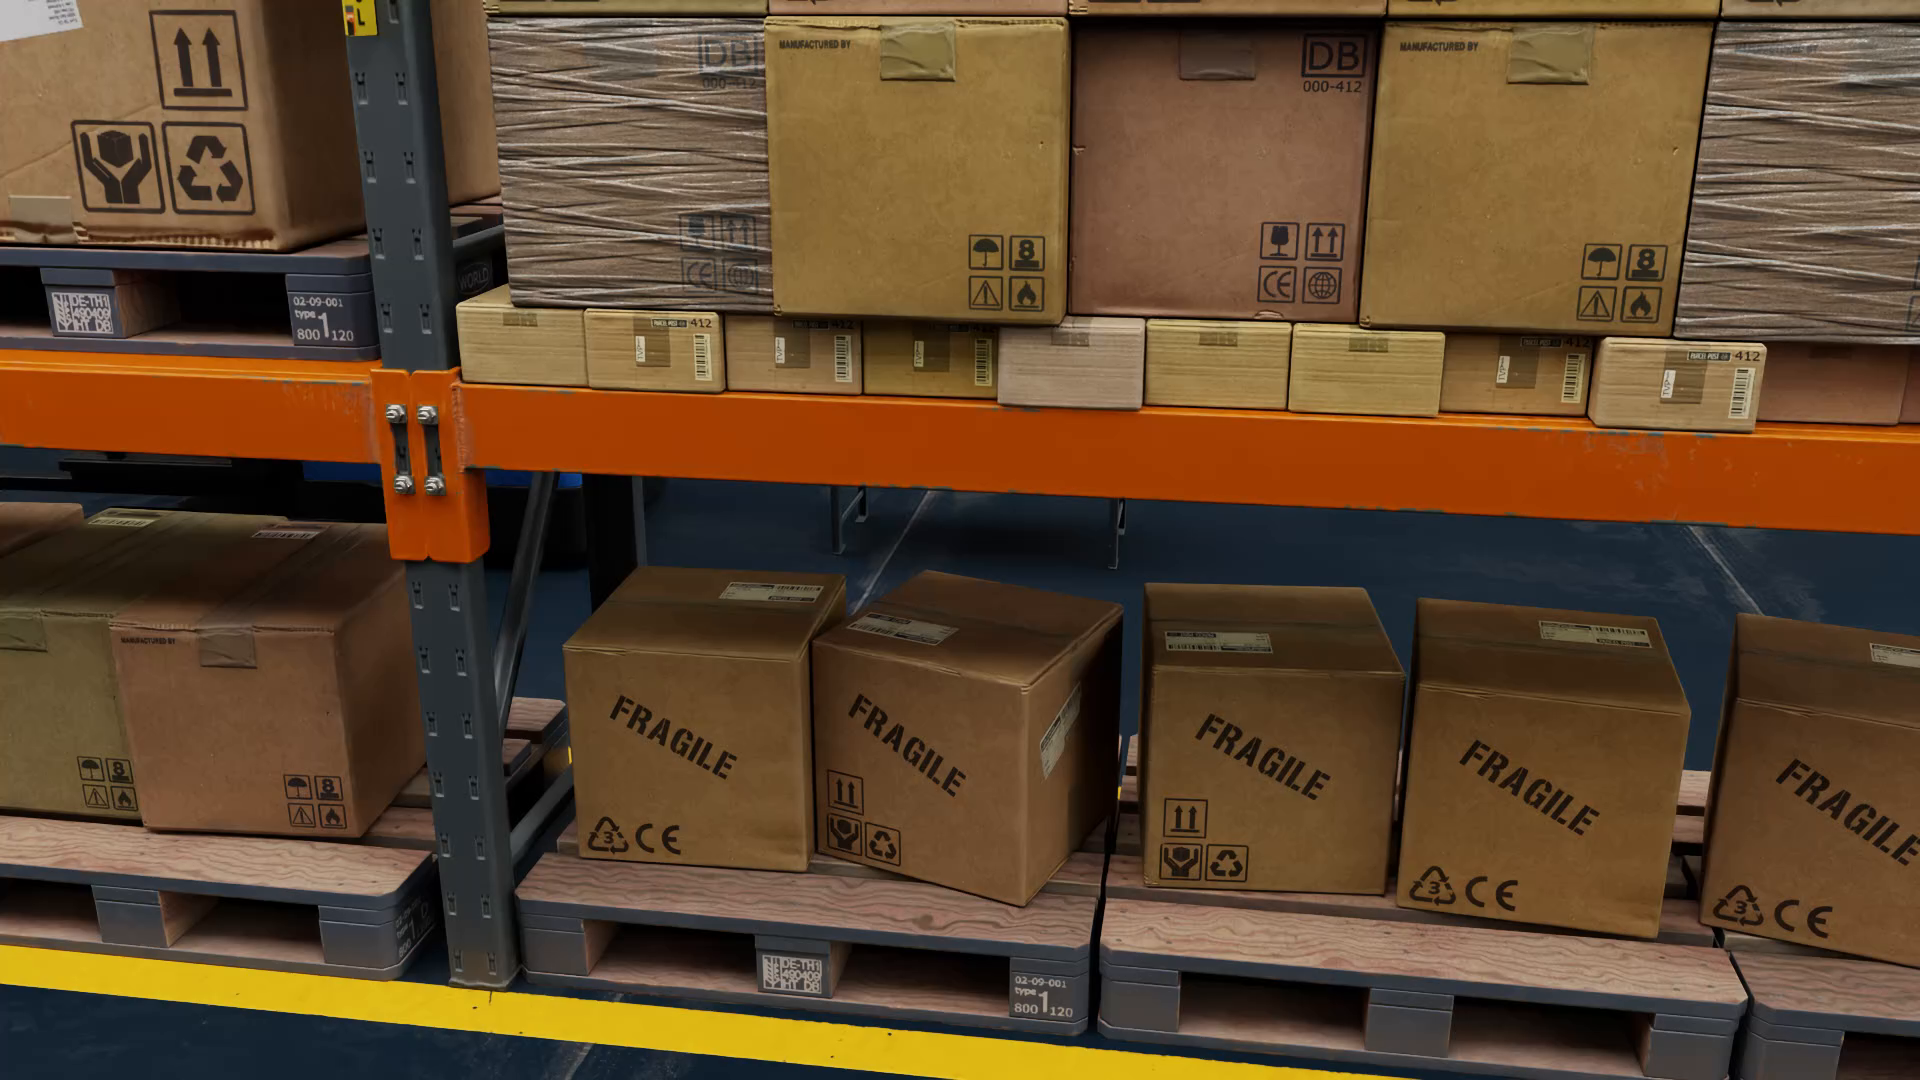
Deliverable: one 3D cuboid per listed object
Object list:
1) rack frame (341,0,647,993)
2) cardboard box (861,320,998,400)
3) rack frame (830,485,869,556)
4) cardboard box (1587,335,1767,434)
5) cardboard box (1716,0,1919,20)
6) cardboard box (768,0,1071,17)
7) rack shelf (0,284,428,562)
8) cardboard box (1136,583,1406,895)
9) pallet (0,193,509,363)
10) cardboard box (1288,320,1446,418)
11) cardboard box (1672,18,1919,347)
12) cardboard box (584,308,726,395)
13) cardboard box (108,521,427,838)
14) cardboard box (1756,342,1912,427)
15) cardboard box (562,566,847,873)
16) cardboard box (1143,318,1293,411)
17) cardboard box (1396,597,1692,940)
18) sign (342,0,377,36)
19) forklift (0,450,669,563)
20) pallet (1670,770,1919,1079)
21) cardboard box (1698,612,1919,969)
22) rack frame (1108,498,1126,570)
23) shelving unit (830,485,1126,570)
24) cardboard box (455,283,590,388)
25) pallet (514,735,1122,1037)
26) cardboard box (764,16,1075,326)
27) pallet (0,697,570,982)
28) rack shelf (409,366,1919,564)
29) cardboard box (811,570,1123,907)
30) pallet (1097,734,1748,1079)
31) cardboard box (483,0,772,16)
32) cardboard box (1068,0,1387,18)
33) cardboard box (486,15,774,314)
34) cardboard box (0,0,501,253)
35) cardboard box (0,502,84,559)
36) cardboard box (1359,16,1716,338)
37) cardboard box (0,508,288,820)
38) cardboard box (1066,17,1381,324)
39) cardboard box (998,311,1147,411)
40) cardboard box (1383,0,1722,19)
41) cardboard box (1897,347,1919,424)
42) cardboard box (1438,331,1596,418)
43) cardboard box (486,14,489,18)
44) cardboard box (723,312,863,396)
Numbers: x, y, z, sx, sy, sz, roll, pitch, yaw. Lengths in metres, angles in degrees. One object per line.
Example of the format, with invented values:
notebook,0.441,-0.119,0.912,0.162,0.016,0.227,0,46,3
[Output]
rack frame,-0.931,-0.636,3.476,0.127,3.000,1.000,3,19,9
cardboard box,-0.022,-0.381,3.112,0.250,0.149,0.380,3,19,9
rack frame,-0.418,-0.733,6.129,0.032,1.500,0.500,3,19,9
cardboard box,1.206,-0.308,2.891,0.250,0.149,0.380,3,19,9
cardboard box,1.448,-1.097,2.651,0.500,0.500,0.500,3,19,9
cardboard box,-0.033,-1.172,2.875,0.500,0.500,0.500,3,19,9
rack shelf,-2.906,-0.395,3.891,4.000,0.370,1.077,3,19,9
cardboard box,0.650,0.416,3.610,0.500,0.500,0.500,1,19,4
pallet,-1.663,-0.629,3.758,1.213,0.211,1.003,3,19,9
cardboard box,0.717,-0.340,2.989,0.250,0.149,0.380,3,19,9
cardboard box,1.480,-0.686,2.998,0.500,0.500,0.875,3,19,9
cardboard box,-0.522,-0.395,3.152,0.250,0.149,0.380,3,19,9
cardboard box,-1.534,0.303,3.915,0.500,0.500,0.700,1,19,4
cardboard box,1.467,-0.323,2.937,0.250,0.149,0.380,3,19,9
cardboard box,-0.542,0.383,3.709,0.500,0.500,0.500,2,19,7
cardboard box,0.472,-0.356,3.037,0.250,0.149,0.380,3,19,9
cardboard box,1.194,0.458,3.484,0.500,0.500,0.500,5,19,14
sign,-1.016,-1.011,2.772,0.005,0.325,0.100,3,19,9
forklift,-2.748,-1.491,6.141,3.031,2.935,1.130,2,19,6
pallet,2.147,0.832,3.484,1.213,0.211,1.003,3,19,9
cardboard box,1.809,0.496,3.372,0.500,0.500,0.500,8,20,23
rack frame,0.586,-0.681,5.976,0.032,1.500,0.500,3,19,9
shelving unit,0.084,-0.707,6.052,1.048,1.500,0.538,3,19,9
cardboard box,-0.767,-0.412,3.202,0.250,0.149,0.380,3,19,9
pallet,-0.262,0.709,3.851,1.213,0.211,1.003,3,19,9
cardboard box,-0.008,-0.746,3.179,0.500,0.500,0.875,3,19,9
pallet,-1.700,0.648,4.034,1.213,0.211,1.003,3,19,9
rack shelf,1.044,-0.194,3.289,4.000,0.370,1.077,3,19,9
cardboard box,0.024,0.410,3.629,0.500,0.500,0.500,9,21,26
pallet,0.946,0.770,3.669,1.213,0.211,1.003,3,19,9
cardboard box,-0.527,-1.196,2.949,0.500,0.500,0.500,3,19,9
cardboard box,0.460,-1.146,2.799,0.500,0.500,0.500,3,19,9
cardboard box,-0.497,-0.782,3.287,0.500,0.500,0.875,3,19,9
cardboard box,-1.693,-1.203,3.565,1.000,1.000,1.000,3,19,9
cardboard box,-2.554,0.245,4.089,0.500,0.500,0.700,1,19,4
cardboard box,0.988,-0.714,3.085,0.500,0.500,0.875,3,19,9
cardboard box,-2.002,0.273,4.005,0.500,0.500,0.700,3,19,8
cardboard box,0.501,-0.753,3.198,0.500,0.500,0.875,3,19,9
cardboard box,0.218,-0.356,3.036,0.250,0.149,0.380,3,19,9
cardboard box,0.956,-1.124,2.734,0.500,0.500,0.500,3,19,9
cardboard box,1.718,-0.317,2.920,0.250,0.149,0.380,3,19,9
cardboard box,0.971,-0.342,2.994,0.250,0.149,0.380,3,19,9
cardboard box,-2.041,-2.806,8.229,0.500,0.500,0.700,3,19,8
cardboard box,-0.271,-0.391,3.141,0.250,0.149,0.380,3,19,9
